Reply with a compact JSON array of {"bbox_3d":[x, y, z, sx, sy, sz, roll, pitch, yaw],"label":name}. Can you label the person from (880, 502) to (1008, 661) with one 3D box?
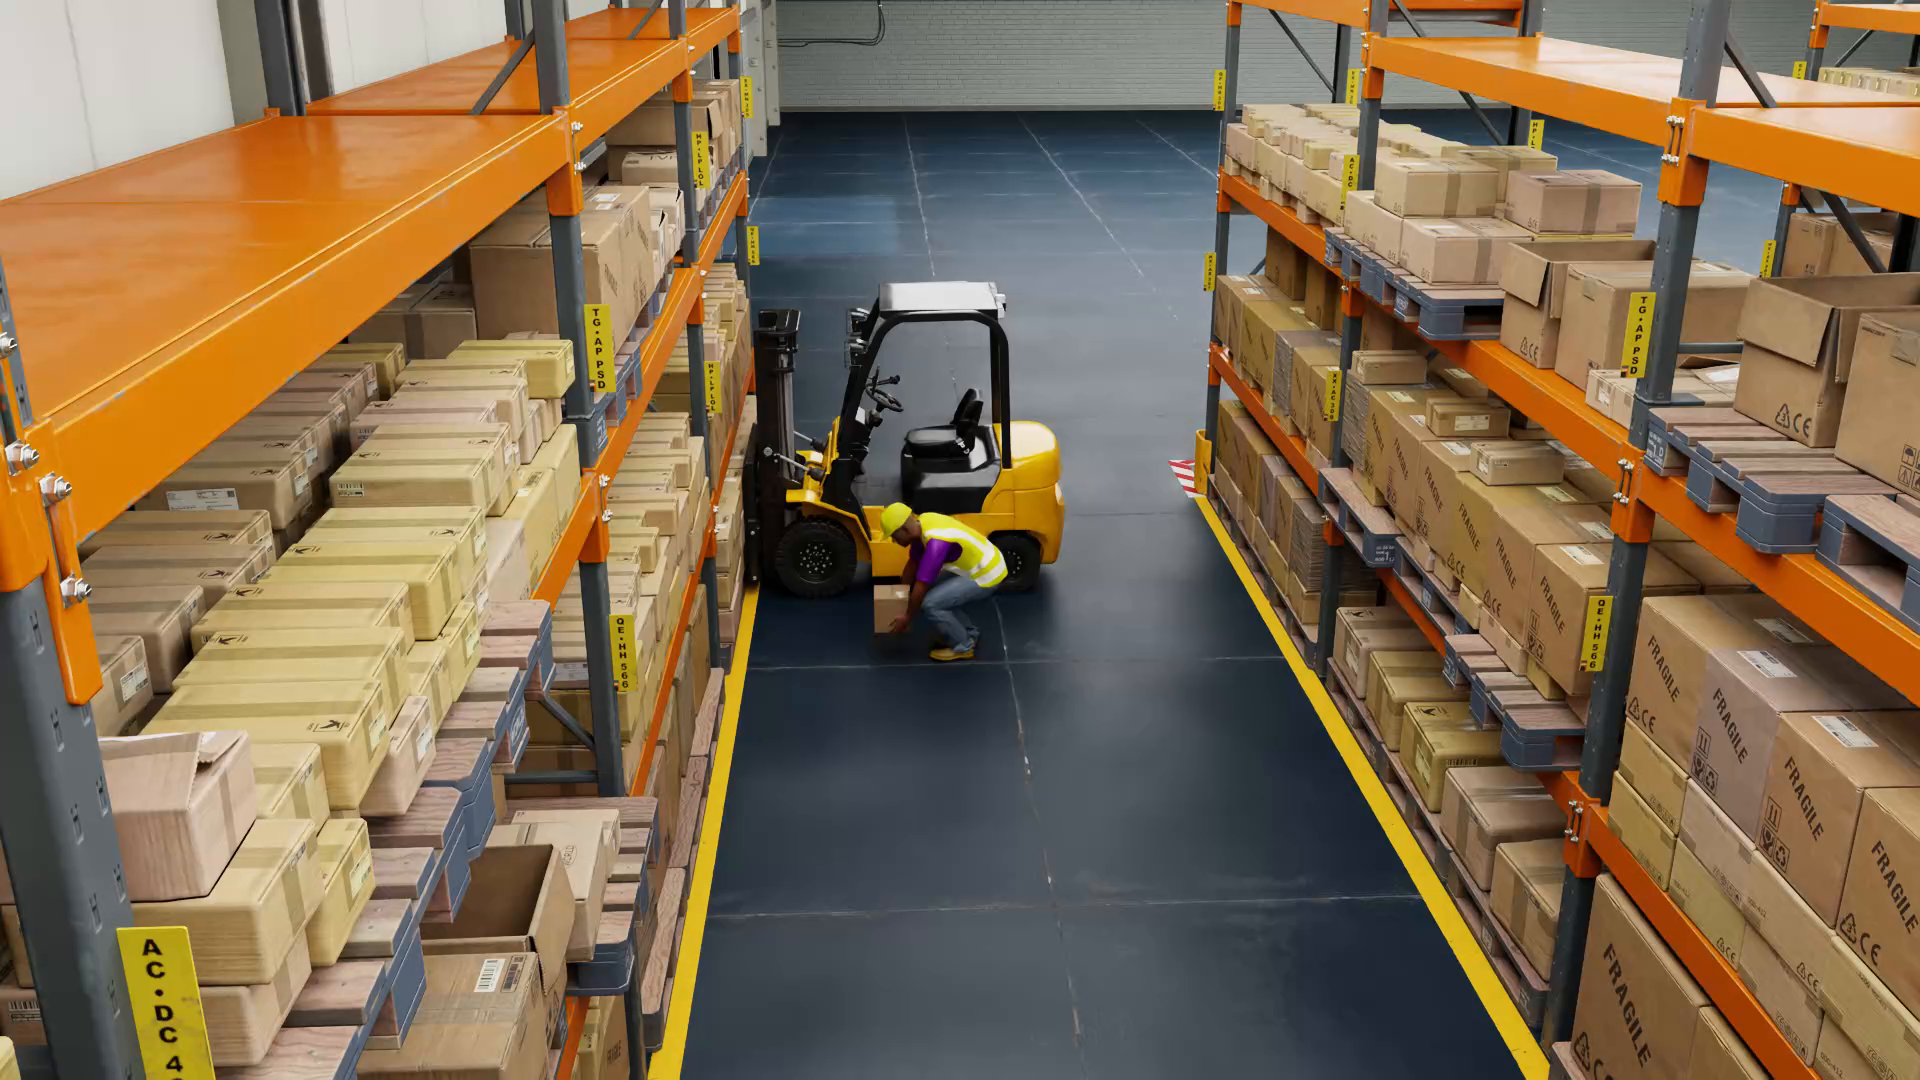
[{"bbox_3d":[-0.107,0.266,11.273,0.860,1.112,0.603,-1,20,-3],"label":"person"}]
